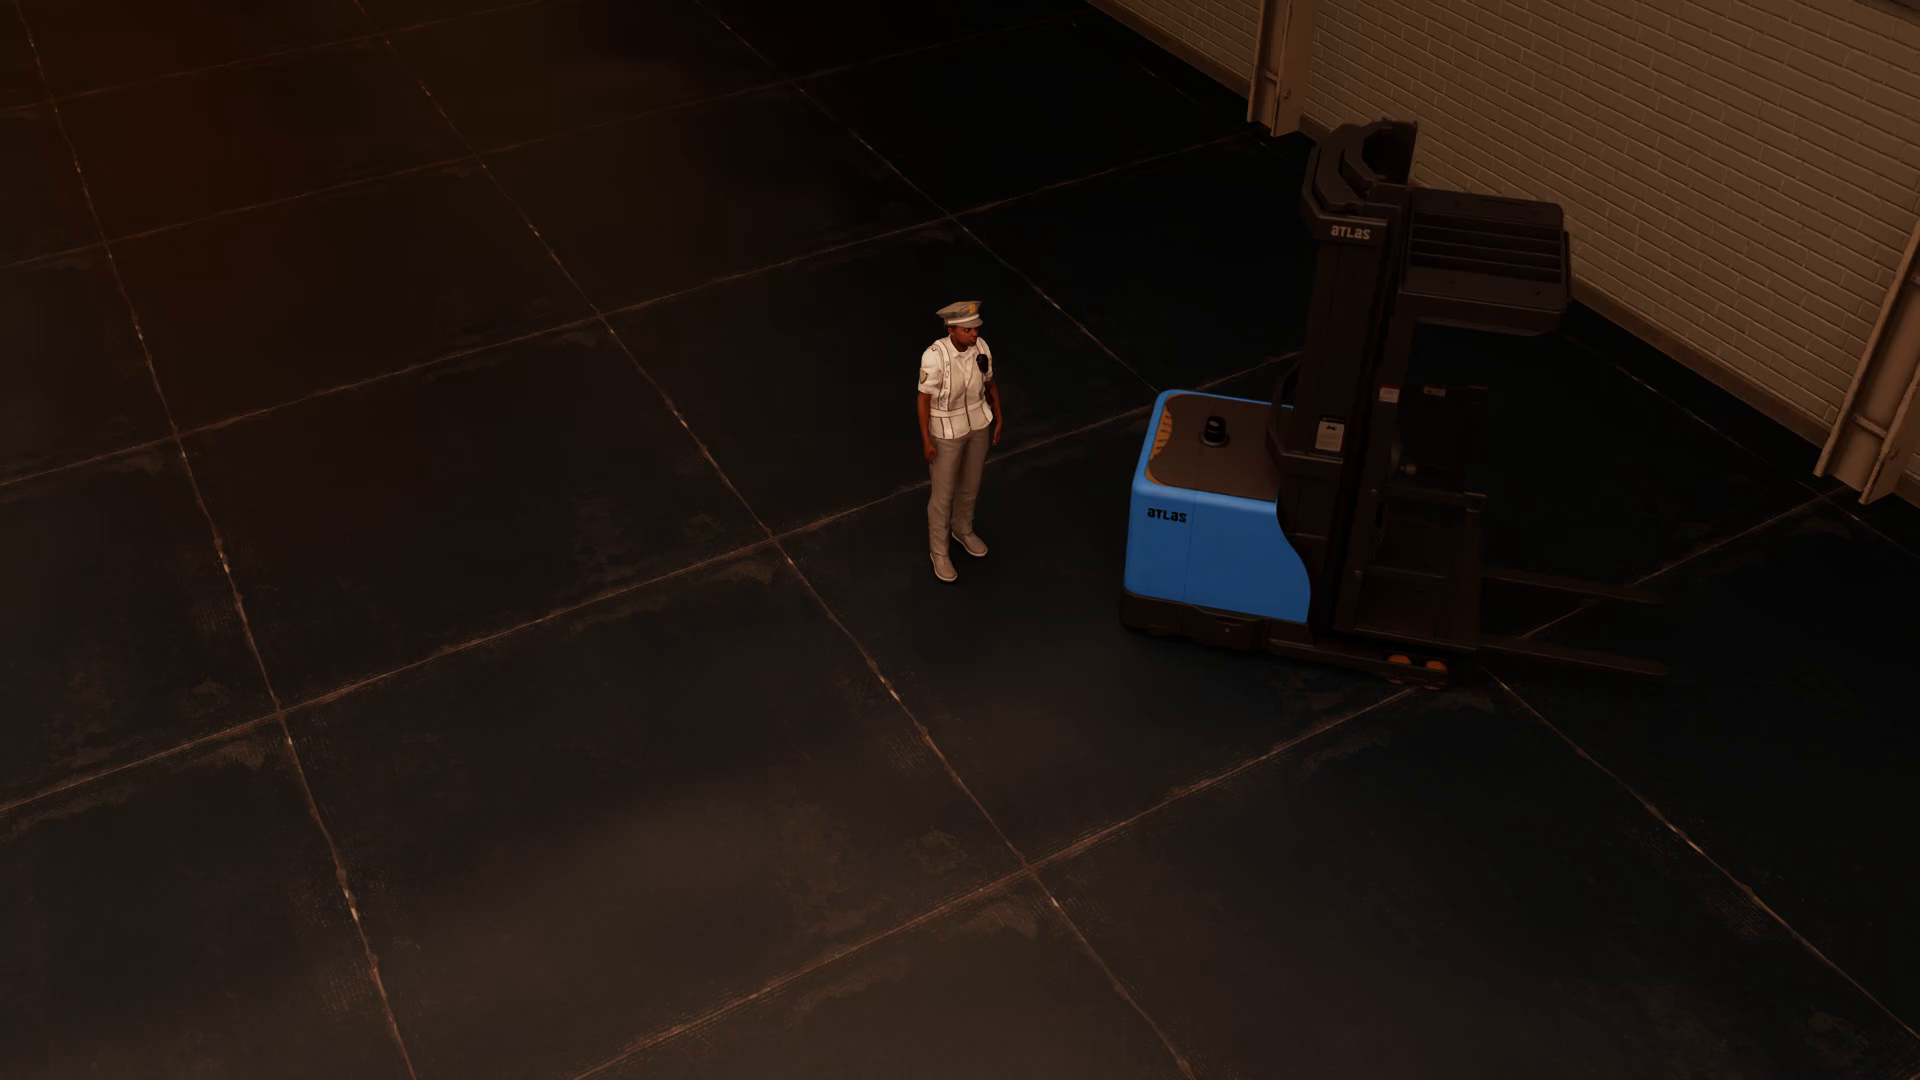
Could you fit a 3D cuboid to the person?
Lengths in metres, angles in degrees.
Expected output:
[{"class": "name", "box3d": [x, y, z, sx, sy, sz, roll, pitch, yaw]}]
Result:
[{"class": "person", "box3d": [0.012, -0.607, 9.725, 0.549, 1.697, 0.528, -20, 44, -23]}]

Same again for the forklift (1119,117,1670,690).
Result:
[{"class": "forklift", "box3d": [2.499, -0.666, 8.839, 3.031, 2.935, 1.130, 9, 41, 11]}]
